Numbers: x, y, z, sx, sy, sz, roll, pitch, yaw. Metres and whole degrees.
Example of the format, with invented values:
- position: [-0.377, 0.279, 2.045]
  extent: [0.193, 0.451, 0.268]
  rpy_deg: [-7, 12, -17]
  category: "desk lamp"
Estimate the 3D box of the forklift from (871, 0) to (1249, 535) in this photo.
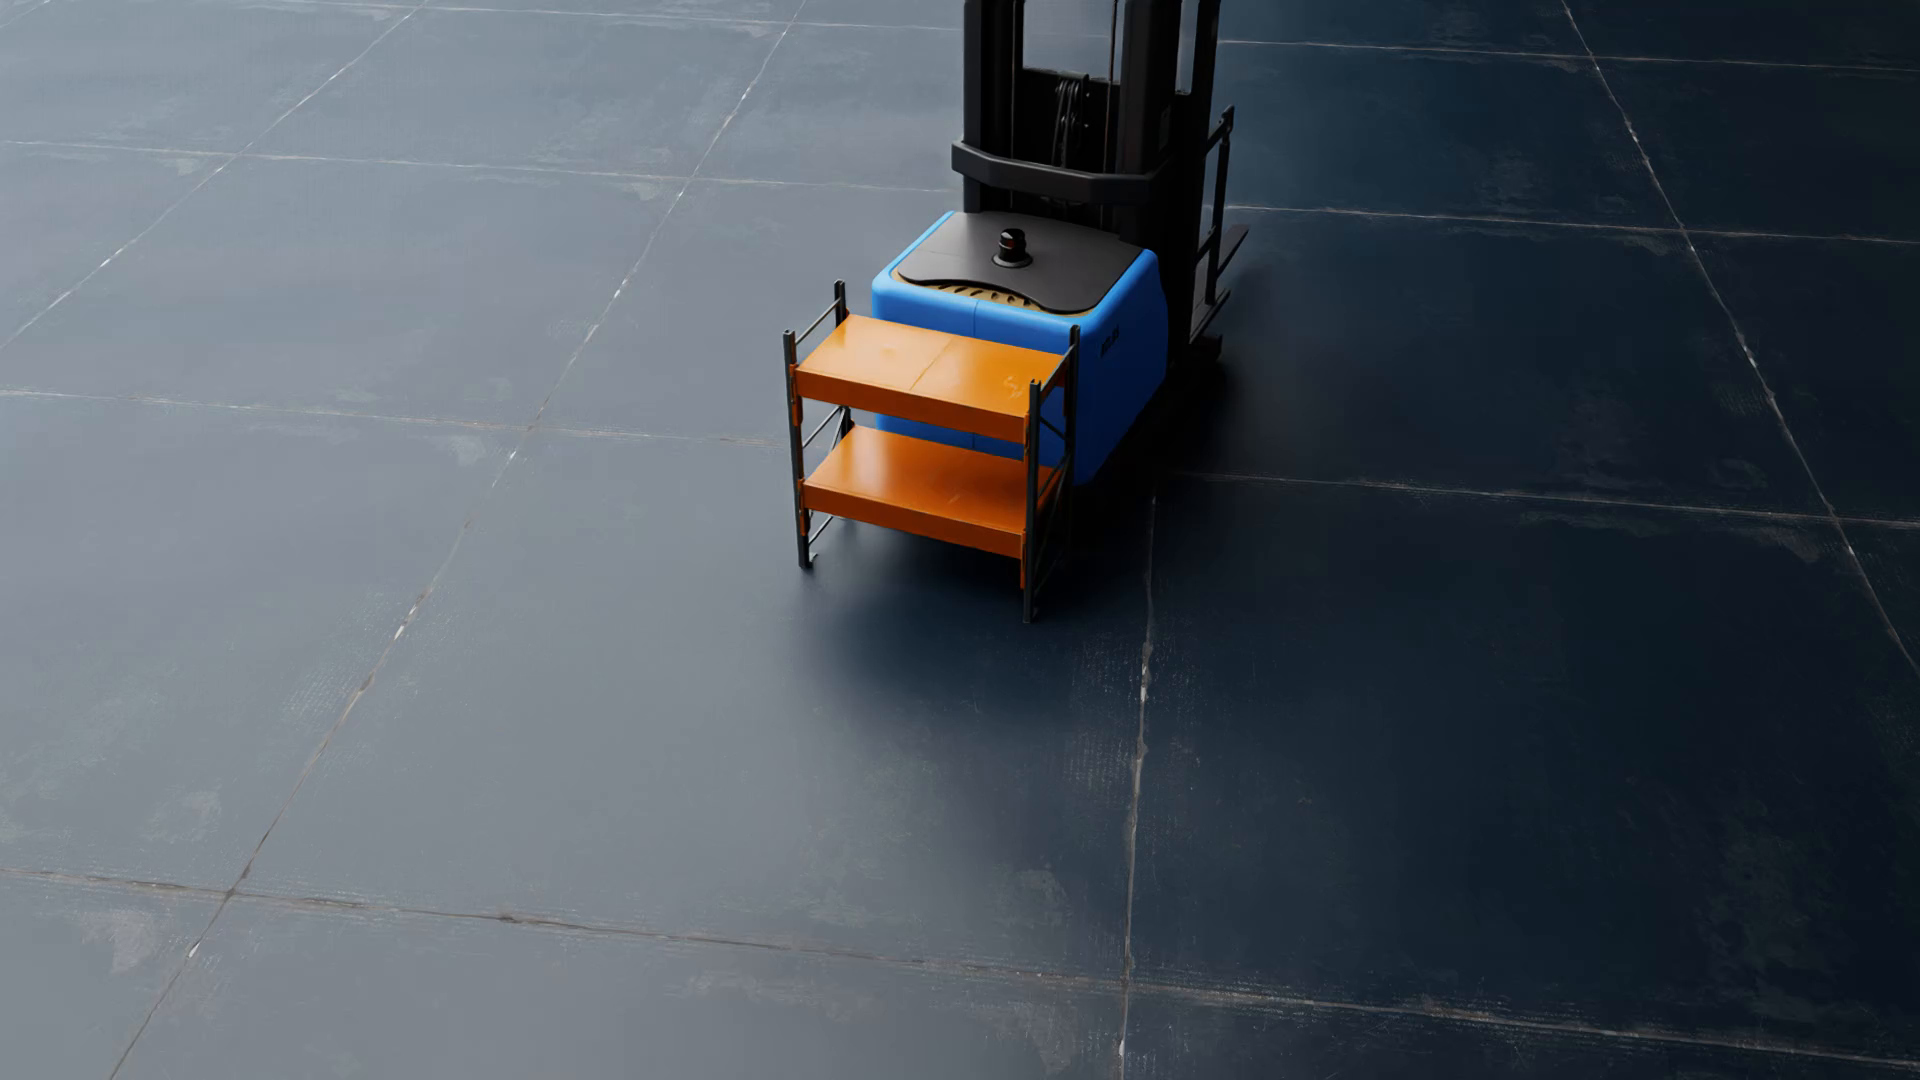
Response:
- position: [0.685, -2.063, 7.618]
  extent: [1.130, 2.935, 3.031]
  rpy_deg: [15, 38, 20]
  category: "forklift"

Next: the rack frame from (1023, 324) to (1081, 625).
- position: [0.364, -0.250, 6.632]
  extent: [0.032, 1.125, 0.500]
  rpy_deg: [13, 38, 18]
  category: "rack frame"

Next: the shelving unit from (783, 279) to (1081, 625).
- position: [-0.107, -0.361, 6.788]
  extent: [1.048, 1.125, 0.538]
  rpy_deg: [13, 38, 18]
  category: "shelving unit"

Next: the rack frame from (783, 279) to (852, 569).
- position: [-0.578, -0.473, 6.944]
  extent: [0.032, 1.125, 0.500]
  rpy_deg: [13, 38, 18]
  category: "rack frame"

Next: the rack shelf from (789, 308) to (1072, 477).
- position: [-0.107, -0.600, 6.618]
  extent: [1.000, 0.278, 0.538]
  rpy_deg: [13, 38, 18]
  category: "rack shelf"

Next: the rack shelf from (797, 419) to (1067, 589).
- position: [-0.107, -0.162, 6.930]
  extent: [1.000, 0.278, 0.538]
  rpy_deg: [13, 38, 18]
  category: "rack shelf"
